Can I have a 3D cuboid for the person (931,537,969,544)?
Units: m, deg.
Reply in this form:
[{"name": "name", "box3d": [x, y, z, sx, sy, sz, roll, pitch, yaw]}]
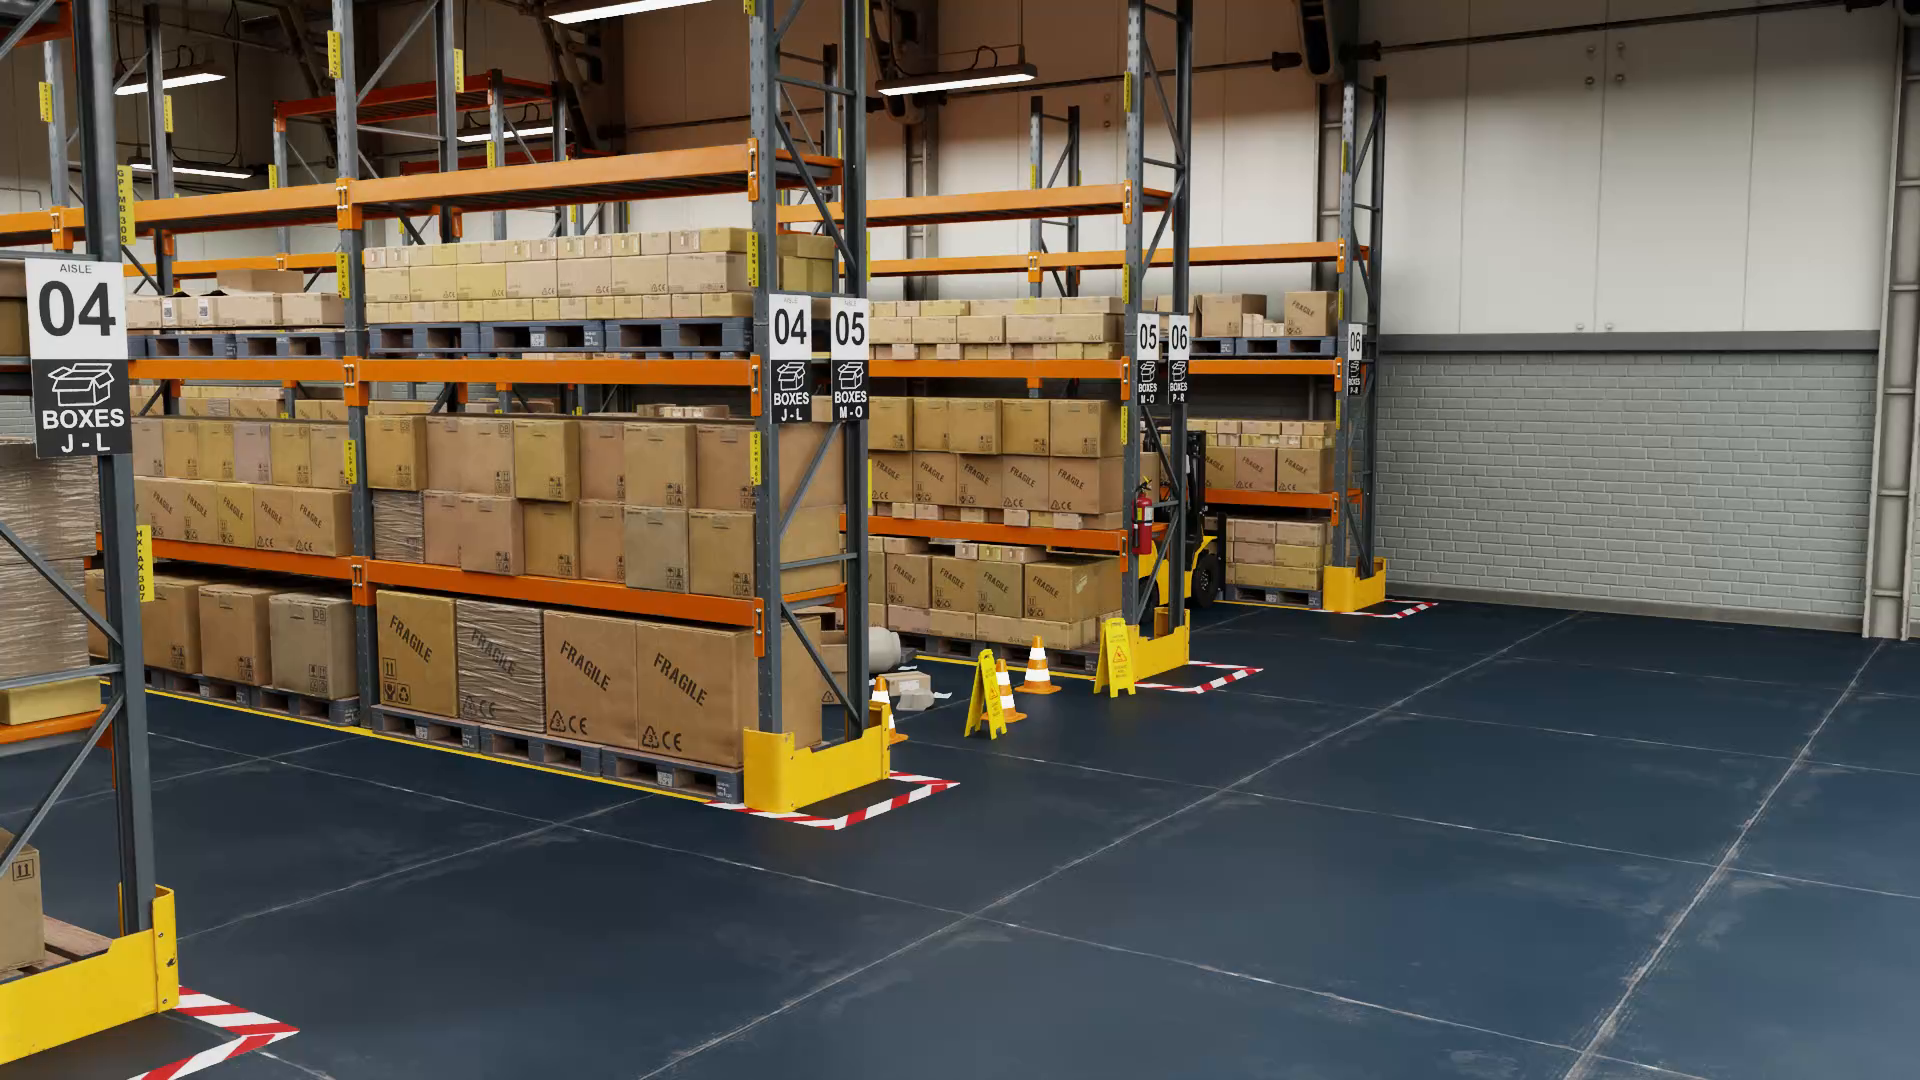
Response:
[{"name": "person", "box3d": [-0.025, -0.086, 18.473, 0.695, 1.776, 0.582, 4, 7, 34]}]
